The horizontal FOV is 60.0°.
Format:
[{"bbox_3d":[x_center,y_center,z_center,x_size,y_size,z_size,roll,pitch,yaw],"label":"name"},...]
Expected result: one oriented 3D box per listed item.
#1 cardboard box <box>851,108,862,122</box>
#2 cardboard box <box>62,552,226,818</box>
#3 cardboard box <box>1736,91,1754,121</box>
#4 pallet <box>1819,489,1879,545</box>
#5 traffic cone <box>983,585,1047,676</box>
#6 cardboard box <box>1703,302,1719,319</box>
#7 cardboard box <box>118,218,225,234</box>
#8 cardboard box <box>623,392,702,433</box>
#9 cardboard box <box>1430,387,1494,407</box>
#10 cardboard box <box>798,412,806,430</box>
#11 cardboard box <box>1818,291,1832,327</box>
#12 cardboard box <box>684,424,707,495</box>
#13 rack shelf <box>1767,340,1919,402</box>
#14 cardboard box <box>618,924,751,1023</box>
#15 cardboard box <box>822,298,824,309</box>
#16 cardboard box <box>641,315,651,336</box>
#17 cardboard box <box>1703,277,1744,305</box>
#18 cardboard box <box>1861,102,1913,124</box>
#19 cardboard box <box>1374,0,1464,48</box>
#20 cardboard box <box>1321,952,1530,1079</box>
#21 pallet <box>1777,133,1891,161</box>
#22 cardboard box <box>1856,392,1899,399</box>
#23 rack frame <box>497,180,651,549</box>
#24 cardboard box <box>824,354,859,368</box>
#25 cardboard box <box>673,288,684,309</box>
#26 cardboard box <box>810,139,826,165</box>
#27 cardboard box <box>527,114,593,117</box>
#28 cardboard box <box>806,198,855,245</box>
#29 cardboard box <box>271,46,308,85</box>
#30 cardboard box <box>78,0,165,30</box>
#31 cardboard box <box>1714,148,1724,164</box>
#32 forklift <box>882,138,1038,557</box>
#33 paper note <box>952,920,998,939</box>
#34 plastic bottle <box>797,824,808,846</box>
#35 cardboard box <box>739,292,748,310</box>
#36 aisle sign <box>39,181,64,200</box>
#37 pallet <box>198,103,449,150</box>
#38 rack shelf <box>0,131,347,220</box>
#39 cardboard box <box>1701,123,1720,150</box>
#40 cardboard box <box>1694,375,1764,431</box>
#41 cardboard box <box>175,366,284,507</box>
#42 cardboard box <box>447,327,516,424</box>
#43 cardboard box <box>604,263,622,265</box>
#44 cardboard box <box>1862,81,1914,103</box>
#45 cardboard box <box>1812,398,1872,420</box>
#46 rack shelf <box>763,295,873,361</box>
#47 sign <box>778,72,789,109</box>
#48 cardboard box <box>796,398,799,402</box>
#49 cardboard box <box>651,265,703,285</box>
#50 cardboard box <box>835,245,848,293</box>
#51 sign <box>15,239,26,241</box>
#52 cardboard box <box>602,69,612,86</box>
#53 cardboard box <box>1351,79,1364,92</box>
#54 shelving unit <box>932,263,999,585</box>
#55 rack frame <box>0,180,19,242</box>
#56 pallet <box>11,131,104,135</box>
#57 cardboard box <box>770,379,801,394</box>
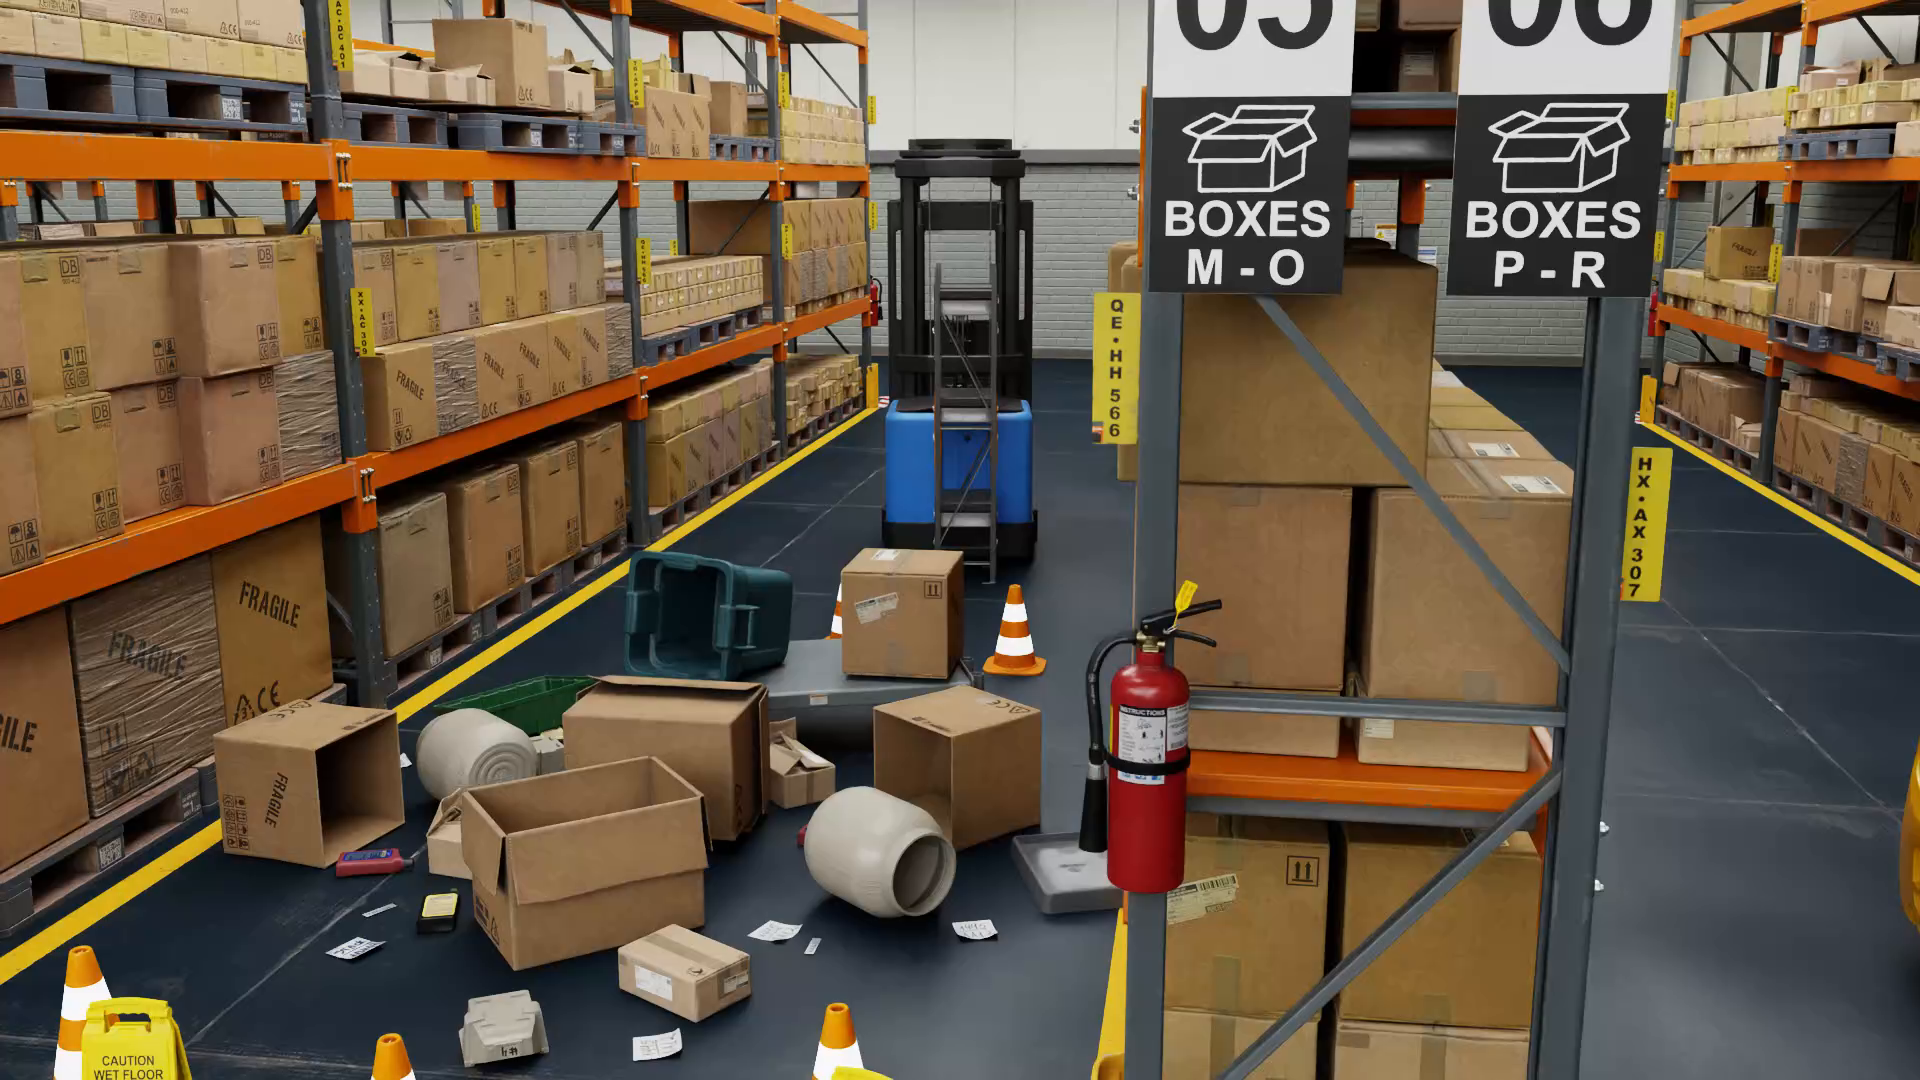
[{"bbox_3d":[-1.325,-4.849,18.978,0.380,0.149,0.250,2,12,8],"label":"cardboard box"},{"bbox_3d":[-3.710,0.552,6.859,0.875,0.875,0.875,2,12,9],"label":"cardboard box"},{"bbox_3d":[7.628,-4.071,15.605,0.500,0.250,0.500,2,12,10],"label":"cardboard box"},{"bbox_3d":[7.360,-0.175,12.806,1.003,0.211,1.213,2,12,9],"label":"pallet"},{"bbox_3d":[0.304,0.478,9.176,0.336,0.463,0.334,2,12,9],"label":"traffic cone"},{"bbox_3d":[7.659,-2.292,16.605,0.380,0.149,0.250,2,12,10],"label":"cardboard box"},{"bbox_3d":[-7.272,-2.708,15.323,0.797,0.503,0.637,2,12,9],"label":"cardboard box"},{"bbox_3d":[-2.371,-1.022,13.271,0.500,0.250,0.500,2,12,8],"label":"cardboard box"},{"bbox_3d":[1.453,-0.230,5.497,0.500,0.500,0.500,2,12,7],"label":"cardboard box"},{"bbox_3d":[-1.765,-1.196,16.691,0.380,0.149,0.250,2,12,10],"label":"cardboard box"},{"bbox_3d":[7.040,-1.827,13.171,0.396,0.266,0.258,2,12,11],"label":"cardboard box"},{"bbox_3d":[-2.360,-0.658,13.361,0.500,0.500,0.500,2,12,9],"label":"cardboard box"},{"bbox_3d":[7.325,-1.196,12.630,1.077,0.370,4.000,2,12,9],"label":"rack shelf"},{"bbox_3d":[-0.913,1.430,5.507,0.380,0.149,0.250,10,15,38],"label":"cardboard box"},{"bbox_3d":[-1.662,-2.522,17.671,0.380,0.149,0.250,2,12,11],"label":"cardboard box"},{"bbox_3d":[-2.526,-1.600,12.395,0.380,0.149,0.250,2,12,8],"label":"cardboard box"},{"bbox_3d":[7.702,-2.465,16.462,0.500,0.250,0.500,2,12,7],"label":"cardboard box"},{"bbox_3d":[6.983,-3.191,12.424,0.380,0.149,0.250,2,12,10],"label":"cardboard box"},{"bbox_3d":[1.223,-1.260,3.751,0.500,0.250,0.500,2,12,8],"label":"cardboard box"},{"bbox_3d":[1.279,1.354,4.620,0.500,0.250,0.500,2,12,8],"label":"cardboard box"},{"bbox_3d":[7.463,-3.205,13.570,1.213,0.211,1.003,2,12,9],"label":"pallet"},{"bbox_3d":[7.861,-1.178,14.238,0.380,0.149,0.250,1,12,6],"label":"cardboard box"},{"bbox_3d":[-2.794,-1.431,12.011,1.000,3.000,0.127,2,12,9],"label":"rack frame"},{"bbox_3d":[-1.395,-2.080,19.383,0.380,0.149,0.250,2,12,9],"label":"cardboard box"},{"bbox_3d":[-2.406,-1.917,13.163,0.380,0.149,0.250,2,12,9],"label":"cardboard box"},{"bbox_3d":[-1.680,-3.956,16.968,0.500,0.250,0.500,2,12,11],"label":"cardboard box"},{"bbox_3d":[-2.669,-2.905,11.054,0.380,0.166,0.250,2,12,9],"label":"cardboard box"},{"bbox_3d":[-1.467,-3.570,18.623,0.500,0.500,0.500,1,12,7],"label":"cardboard box"},{"bbox_3d":[-3.150,-2.109,7.403,0.380,0.149,0.250,2,12,8],"label":"cardboard box"},{"bbox_3d":[-3.389,-2.070,6.276,0.500,0.250,0.500,2,12,8],"label":"cardboard box"},{"bbox_3d":[7.637,-3.765,16.321,0.380,0.149,0.250,2,12,9],"label":"cardboard box"},{"bbox_3d":[0.005,-1.564,12.793,1.130,2.935,3.031,0,12,0],"label":"forklift"},{"bbox_3d":[0.055,1.391,5.966,0.142,0.019,0.148,-2,12,-11],"label":"paper note"},{"bbox_3d":[-0.554,1.186,6.846,0.133,0.061,0.283,4,13,18],"label":"plastic bottle"},{"bbox_3d":[-2.124,-2.151,14.952,0.380,0.149,0.250,2,12,8],"label":"cardboard box"},{"bbox_3d":[-11.626,-4.734,21.167,0.394,0.787,0.004,2,12,9],"label":"aisle sign"},{"bbox_3d":[-3.317,-2.163,8.745,0.805,0.209,1.217,1,12,6],"label":"pallet"},{"bbox_3d":[-3.717,-1.296,5.975,1.077,0.370,4.000,2,12,9],"label":"rack shelf"},{"bbox_3d":[7.761,-4.039,16.644,0.500,0.250,0.500,2,12,7],"label":"cardboard box"},{"bbox_3d":[7.710,-1.372,16.676,0.500,0.500,0.500,2,12,10],"label":"cardboard box"},{"bbox_3d":[-3.517,-0.479,7.239,0.875,0.550,0.550,2,12,9],"label":"cardboard box"},{"bbox_3d":[-2.906,-0.957,9.575,0.500,0.500,0.500,2,12,8],"label":"cardboard box"},{"bbox_3d":[-2.930,-2.244,13.973,0.380,0.149,0.250,2,12,10],"label":"cardboard box"},{"bbox_3d":[6.975,-3.336,12.391,0.380,0.149,0.250,2,12,9],"label":"cardboard box"},{"bbox_3d":[7.320,-1.084,13.801,0.380,0.149,0.250,1,12,6],"label":"cardboard box"},{"bbox_3d":[-1.872,-2.328,17.883,1.077,0.370,4.000,2,12,9],"label":"rack shelf"},{"bbox_3d":[-1.630,-4.158,15.383,0.100,0.325,0.005,2,12,9],"label":"sign"},{"bbox_3d":[-1.855,-1.393,16.900,0.380,0.149,0.250,2,12,8],"label":"cardboard box"},{"bbox_3d":[-2.331,-2.167,13.618,0.380,0.149,0.250,2,12,10],"label":"cardboard box"},{"bbox_3d":[-1.532,-2.975,18.236,0.500,0.500,0.500,2,12,9],"label":"cardboard box"},{"bbox_3d":[-7.142,-2.124,12.668,0.100,0.325,0.005,2,12,9],"label":"sign"},{"bbox_3d":[-2.811,-3.681,13.279,0.396,0.266,0.258,2,12,9],"label":"cardboard box"},{"bbox_3d":[1.418,-1.408,5.382,0.380,0.149,0.250,2,12,8],"label":"cardboard box"},{"bbox_3d":[0.039,-0.782,11.137,0.431,2.100,0.503,0,12,0],"label":"shelving unit"},{"bbox_3d":[-7.680,-1.612,12.855,1.000,3.000,0.127,2,12,9],"label":"rack frame"},{"bbox_3d":[-7.633,-3.122,13.188,1.213,0.211,1.003,2,12,11],"label":"pallet"},{"bbox_3d":[-1.830,-1.540,16.879,0.380,0.149,0.250,2,12,8],"label":"cardboard box"}]
